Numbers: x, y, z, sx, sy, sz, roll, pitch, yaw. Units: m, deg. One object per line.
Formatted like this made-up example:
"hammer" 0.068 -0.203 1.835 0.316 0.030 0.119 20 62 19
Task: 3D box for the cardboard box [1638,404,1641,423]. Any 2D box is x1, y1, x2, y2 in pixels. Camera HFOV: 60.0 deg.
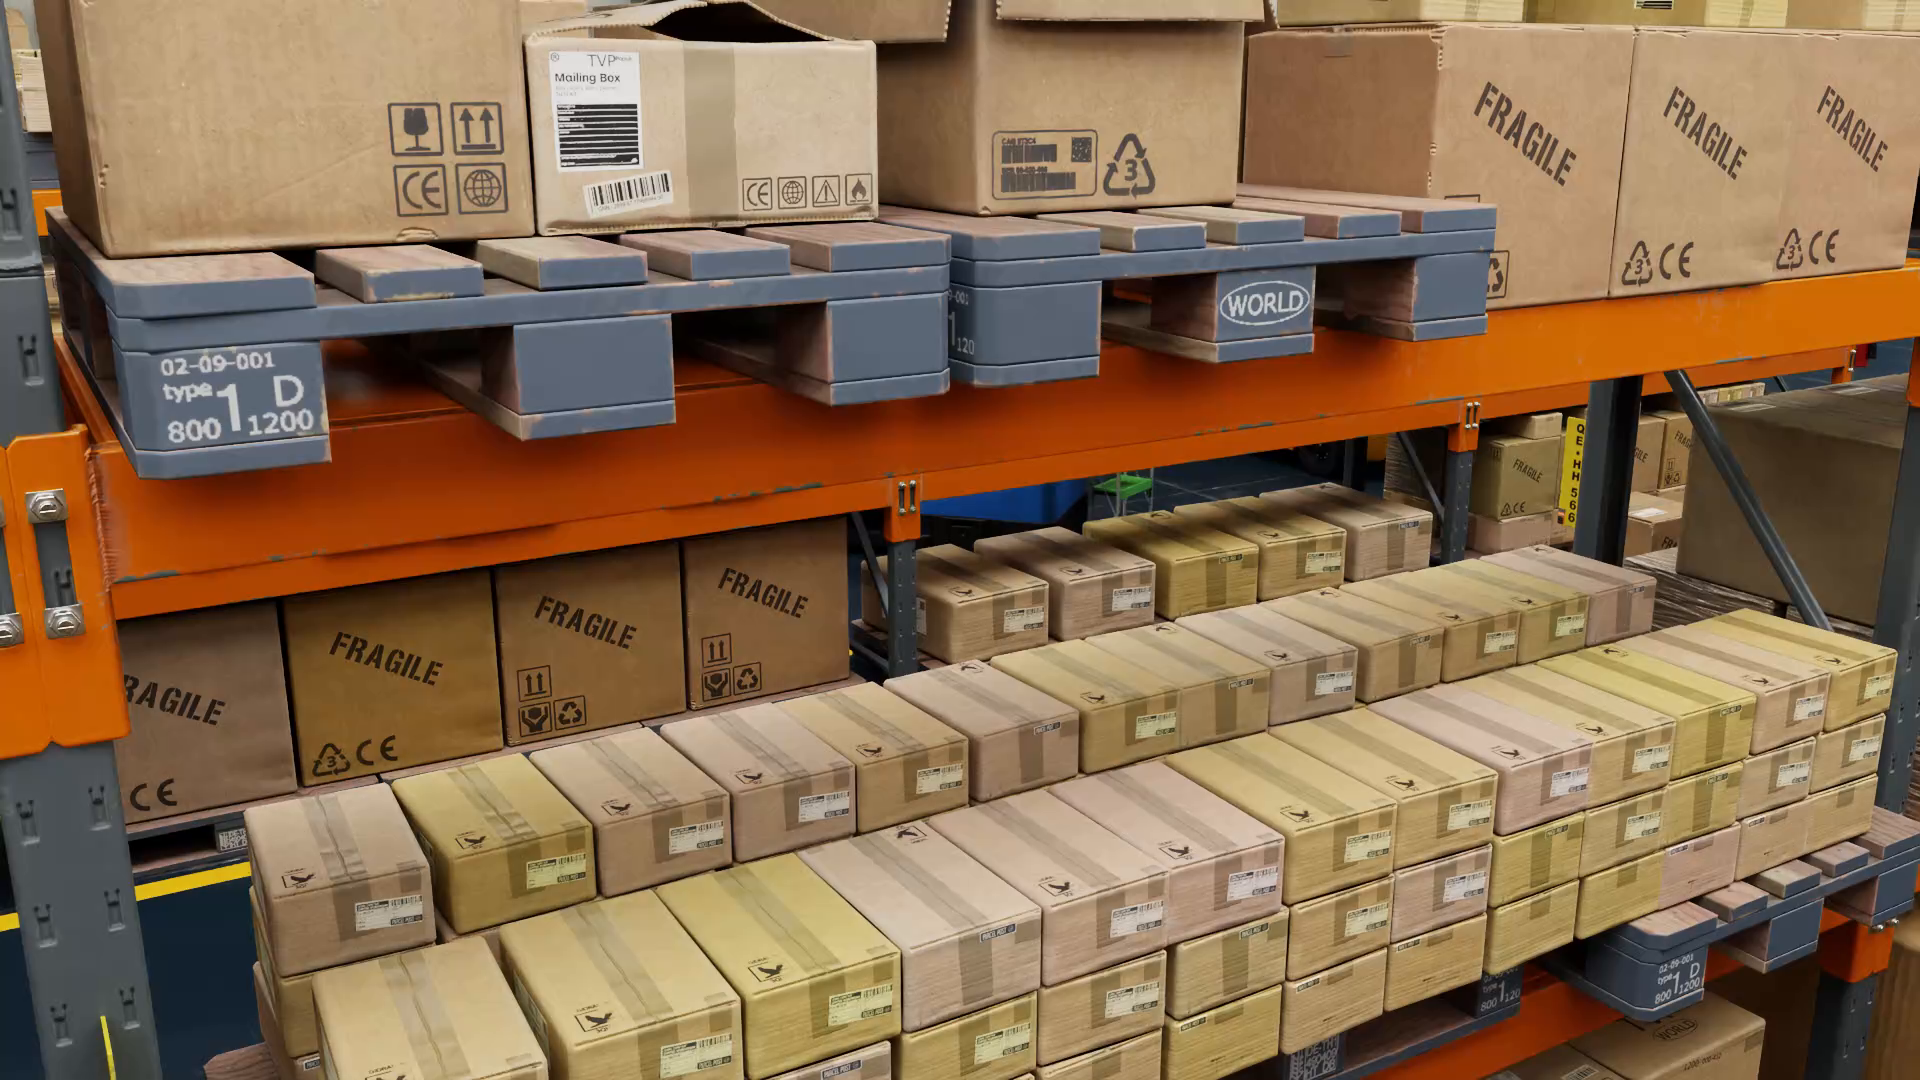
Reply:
"cardboard box" 4.352 -0.882 11.223 0.250 0.149 0.380 -8 18 -27

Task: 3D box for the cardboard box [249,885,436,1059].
"cardboard box" -1.082 0.721 2.917 0.250 0.149 0.380 -9 18 -28

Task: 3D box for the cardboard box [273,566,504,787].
"cardboard box" -2.696 0.504 7.713 0.875 0.875 0.875 -9 18 -28

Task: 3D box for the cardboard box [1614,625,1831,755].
"cardboard box" 1.707 0.331 3.756 0.250 0.149 0.380 -9 18 -30

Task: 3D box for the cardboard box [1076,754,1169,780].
"cardboard box" 0.257 0.504 3.690 0.250 0.149 0.380 -8 18 -28

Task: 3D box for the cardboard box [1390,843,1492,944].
"cardboard box" 0.814 0.620 3.278 0.250 0.149 0.380 -9 18 -28

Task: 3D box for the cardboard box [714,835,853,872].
"cardboard box" -0.410 0.611 3.309 0.250 0.149 0.380 -10 18 -32

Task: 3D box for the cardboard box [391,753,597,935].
"cardboard box" -0.848 0.540 3.011 0.250 0.149 0.380 -10 18 -31

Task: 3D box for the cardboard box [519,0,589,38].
"cardboard box" -1.890 -2.024 7.051 0.500 0.500 0.500 -9 18 -29

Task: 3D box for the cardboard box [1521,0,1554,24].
"cardboard box" 1.177 -1.307 3.853 0.258 0.266 0.396 -9 18 -30

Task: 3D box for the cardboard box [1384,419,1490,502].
"cardboard box" 3.269 -0.581 11.351 0.500 0.500 0.500 -9 18 -30

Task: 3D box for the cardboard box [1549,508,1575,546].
"cardboard box" 3.997 -0.172 11.281 0.500 0.250 0.500 -8 18 -27

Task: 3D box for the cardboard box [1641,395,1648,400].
"cardboard box" 5.029 -0.867 12.372 0.500 0.500 0.500 -10 19 -32

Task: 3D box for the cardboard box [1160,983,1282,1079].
"cardboard box" 0.370 0.834 3.065 0.250 0.149 0.380 -10 18 -31

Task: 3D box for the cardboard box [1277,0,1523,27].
"cardboard box" 0.803 -1.071 3.012 0.258 0.266 0.396 -9 18 -30

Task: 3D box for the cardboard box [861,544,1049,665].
"cardboard box" -0.039 0.346 9.209 0.625 0.372 0.950 -11 19 -33

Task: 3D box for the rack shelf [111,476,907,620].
"rack shelf" -2.243 -0.017 7.744 4.000 0.370 1.077 -9 18 -30

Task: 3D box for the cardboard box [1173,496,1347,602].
"cardboard box" 1.838 0.040 10.299 0.625 0.372 0.950 -8 18 -26

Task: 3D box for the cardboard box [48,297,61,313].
"cardboard box" -3.703 -0.735 6.936 0.500 0.500 0.500 -9 18 -28

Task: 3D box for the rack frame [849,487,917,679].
"rack frame" -0.528 -0.641 8.639 0.127 3.000 1.000 -9 18 -30

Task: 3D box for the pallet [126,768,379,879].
"pallet" -3.334 1.133 7.477 1.213 0.211 1.003 -9 18 -30

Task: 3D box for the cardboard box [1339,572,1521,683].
"cardboard box" 1.170 0.213 4.178 0.250 0.149 0.380 -9 18 -30

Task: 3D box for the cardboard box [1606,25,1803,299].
"cardboard box" 1.327 -0.792 3.434 0.500 0.500 0.500 -9 18 -30

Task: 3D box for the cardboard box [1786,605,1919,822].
"cardboard box" 2.631 0.442 4.590 0.500 0.500 0.500 -9 18 -29

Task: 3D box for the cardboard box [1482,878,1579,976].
"cardboard box" 1.042 0.725 3.452 0.250 0.149 0.380 -10 19 -32

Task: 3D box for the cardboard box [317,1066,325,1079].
"cardboard box" -0.747 0.873 2.373 0.250 0.149 0.380 -9 18 -29

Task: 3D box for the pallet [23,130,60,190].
"pallet" -3.197 -1.576 6.772 1.217 0.209 0.805 -10 19 -32

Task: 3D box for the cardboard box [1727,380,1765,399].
"cardboard box" 5.497 -1.066 11.882 0.250 0.149 0.380 -9 18 -28

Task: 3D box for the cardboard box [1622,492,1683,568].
"cardboard box" 3.843 0.050 9.403 0.500 0.500 0.500 -9 18 -30

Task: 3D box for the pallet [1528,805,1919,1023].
"pallet" 1.552 0.706 4.188 1.003 0.211 1.213 -9 18 -30

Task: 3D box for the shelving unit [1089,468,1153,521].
"shelving unit" 1.173 -0.644 11.985 0.258 1.200 0.503 11 19 33

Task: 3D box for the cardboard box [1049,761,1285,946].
"cardboard box" 0.361 0.550 2.975 0.250 0.149 0.380 -8 18 -28

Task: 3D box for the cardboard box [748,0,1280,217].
"cardboard box" 0.071 -0.834 2.802 0.637 0.503 0.797 -9 18 -30

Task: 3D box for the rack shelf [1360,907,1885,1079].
"rack shelf" 0.393 1.115 3.709 4.000 0.370 1.077 -9 18 -30

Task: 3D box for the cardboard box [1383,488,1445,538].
"cardboard box" 3.269 -0.220 11.452 0.500 0.250 0.500 -8 18 -27

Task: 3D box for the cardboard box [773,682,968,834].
"cardboard box" -0.188 0.435 3.387 0.250 0.149 0.380 -10 18 -32

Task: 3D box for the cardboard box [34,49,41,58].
"cardboard box" -5.603 -2.969 10.337 0.250 0.149 0.380 -10 18 -31

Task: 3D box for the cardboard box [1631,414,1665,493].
"cardboard box" 4.443 -0.605 11.436 0.500 0.500 0.500 -8 18 -27

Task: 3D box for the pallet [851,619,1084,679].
"pallet" 0.142 0.593 9.402 1.213 0.211 1.003 -9 18 -30

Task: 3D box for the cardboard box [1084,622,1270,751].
"cardboard box" 0.486 0.325 3.778 0.250 0.149 0.380 -9 18 -28

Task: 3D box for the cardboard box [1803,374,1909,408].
"cardboard box" 2.930 -0.170 4.921 0.500 0.500 0.700 -10 18 -31

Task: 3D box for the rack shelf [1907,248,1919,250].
"rack shelf" 3.822 -0.886 5.287 4.000 0.370 1.077 -9 18 -30

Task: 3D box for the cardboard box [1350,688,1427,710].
"cardboard box" 0.915 0.398 4.070 0.250 0.149 0.380 -9 18 -29

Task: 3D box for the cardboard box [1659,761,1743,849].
"cardboard box" 1.467 0.514 3.653 0.250 0.149 0.380 -9 18 -28

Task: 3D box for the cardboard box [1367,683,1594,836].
"cardboard box" 1.046 0.438 3.376 0.250 0.149 0.380 -9 18 -30

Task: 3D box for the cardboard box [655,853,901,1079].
"cardboard box" -0.290 0.655 2.601 0.250 0.149 0.380 -9 18 -29

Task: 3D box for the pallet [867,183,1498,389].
"pallet" 0.150 -0.514 2.975 1.003 0.211 1.213 -9 18 -30

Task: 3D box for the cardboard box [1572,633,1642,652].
"cardboard box" 1.590 0.287 4.467 0.250 0.149 0.380 -8 18 -27

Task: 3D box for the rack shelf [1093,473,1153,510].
"rack shelf" 1.173 -0.352 12.067 0.258 0.148 0.480 11 19 33

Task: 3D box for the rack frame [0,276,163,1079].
"rack frame" -1.321 1.046 2.620 0.127 3.000 1.000 -9 18 -30

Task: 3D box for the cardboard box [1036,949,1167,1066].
"cardboard box" 0.148 0.727 2.896 0.250 0.149 0.380 -8 18 -27

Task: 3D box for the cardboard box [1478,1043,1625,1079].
"cardboard box" 1.229 1.359 3.968 0.500 0.250 0.500 -9 18 -29

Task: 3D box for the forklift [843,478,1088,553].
"forklift" -0.652 -1.471 11.726 3.031 2.935 1.130 5 16 17

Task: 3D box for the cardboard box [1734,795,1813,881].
"cardboard box" 1.708 0.618 3.835 0.250 0.149 0.380 -9 18 -30

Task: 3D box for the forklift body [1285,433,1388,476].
"forklift body" 3.084 -1.807 14.370 1.214 2.155 2.313 -9 18 -30
